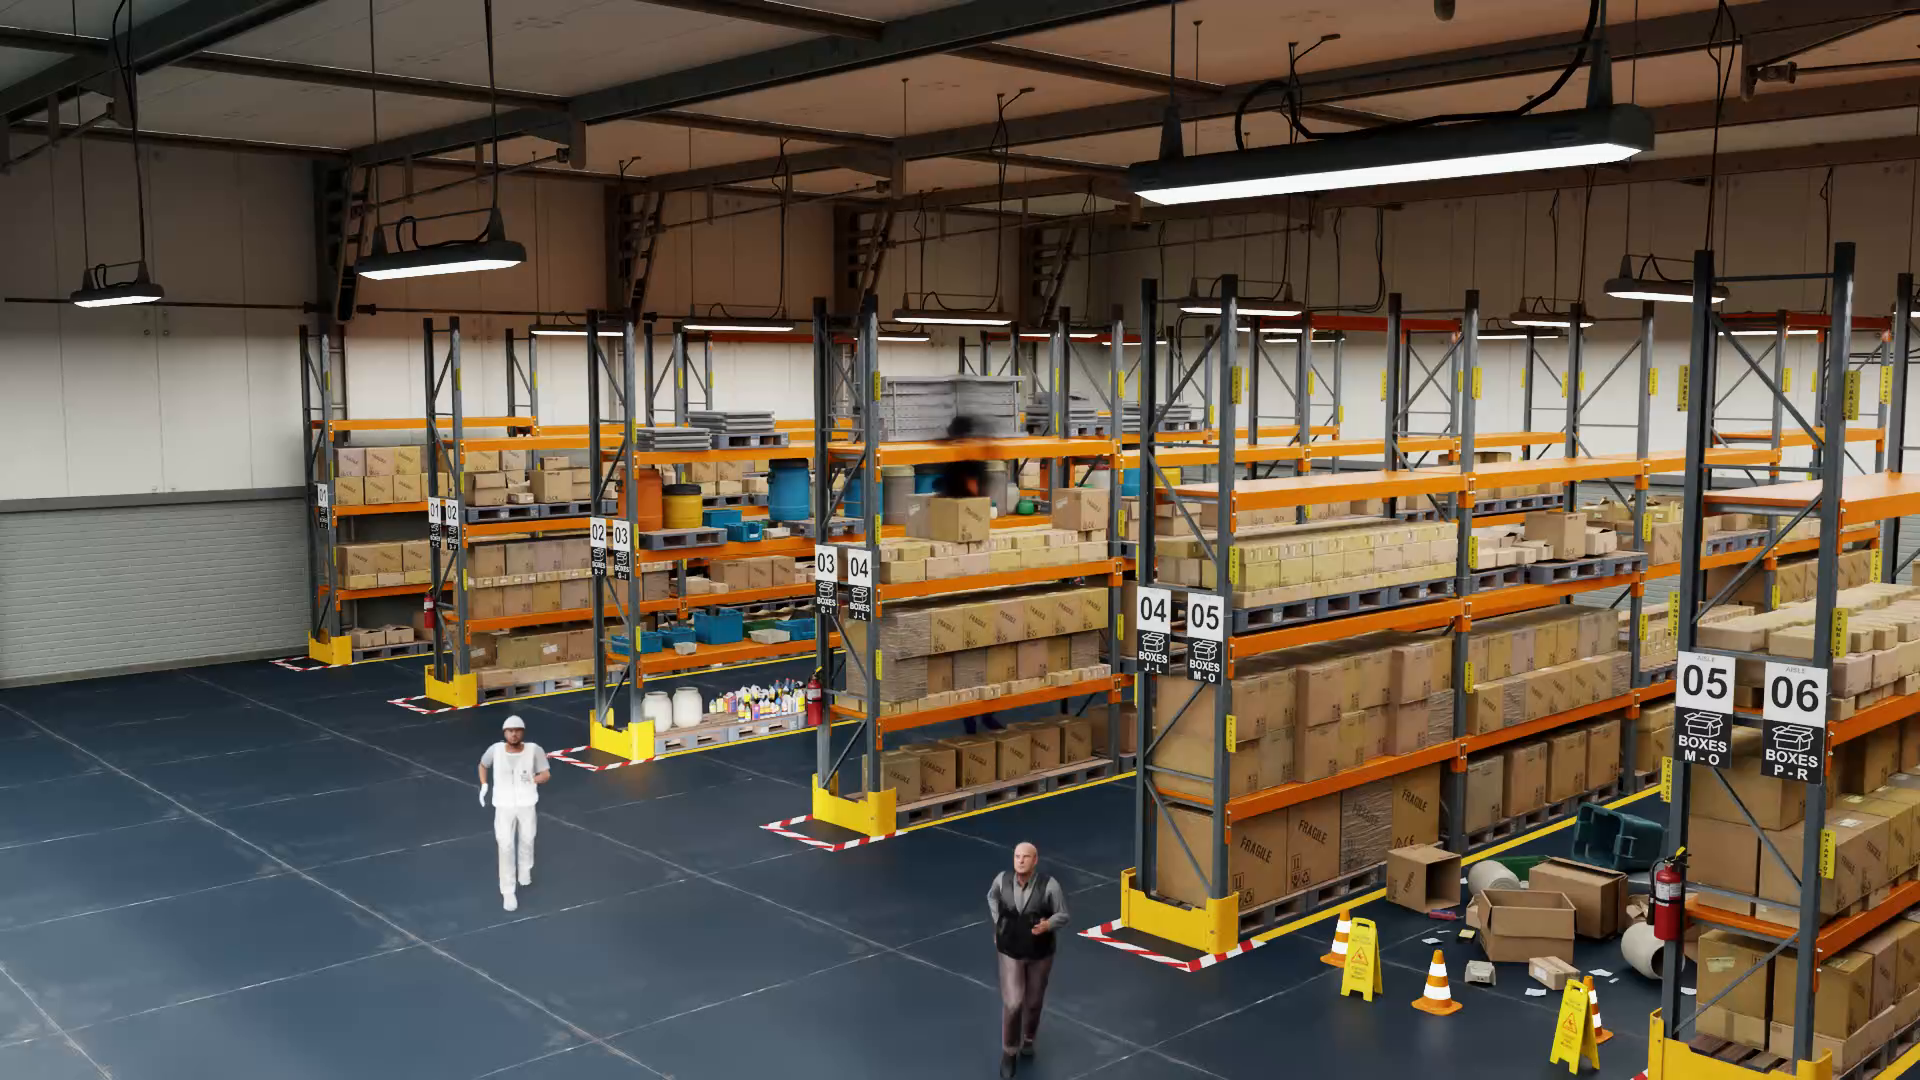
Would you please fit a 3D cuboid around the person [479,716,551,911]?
[{"bbox_3d":[-4.345,2.611,16.268,0.674,1.799,0.917,-2,6,-17],"label":"person"}]

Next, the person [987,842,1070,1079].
[{"bbox_3d":[0.496,3.096,12.259,0.627,1.766,0.742,1,6,5],"label":"person"}]

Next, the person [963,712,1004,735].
[{"bbox_3d":[0.364,2.106,22.451,0.721,1.715,0.612,-4,7,-37],"label":"person"}]
